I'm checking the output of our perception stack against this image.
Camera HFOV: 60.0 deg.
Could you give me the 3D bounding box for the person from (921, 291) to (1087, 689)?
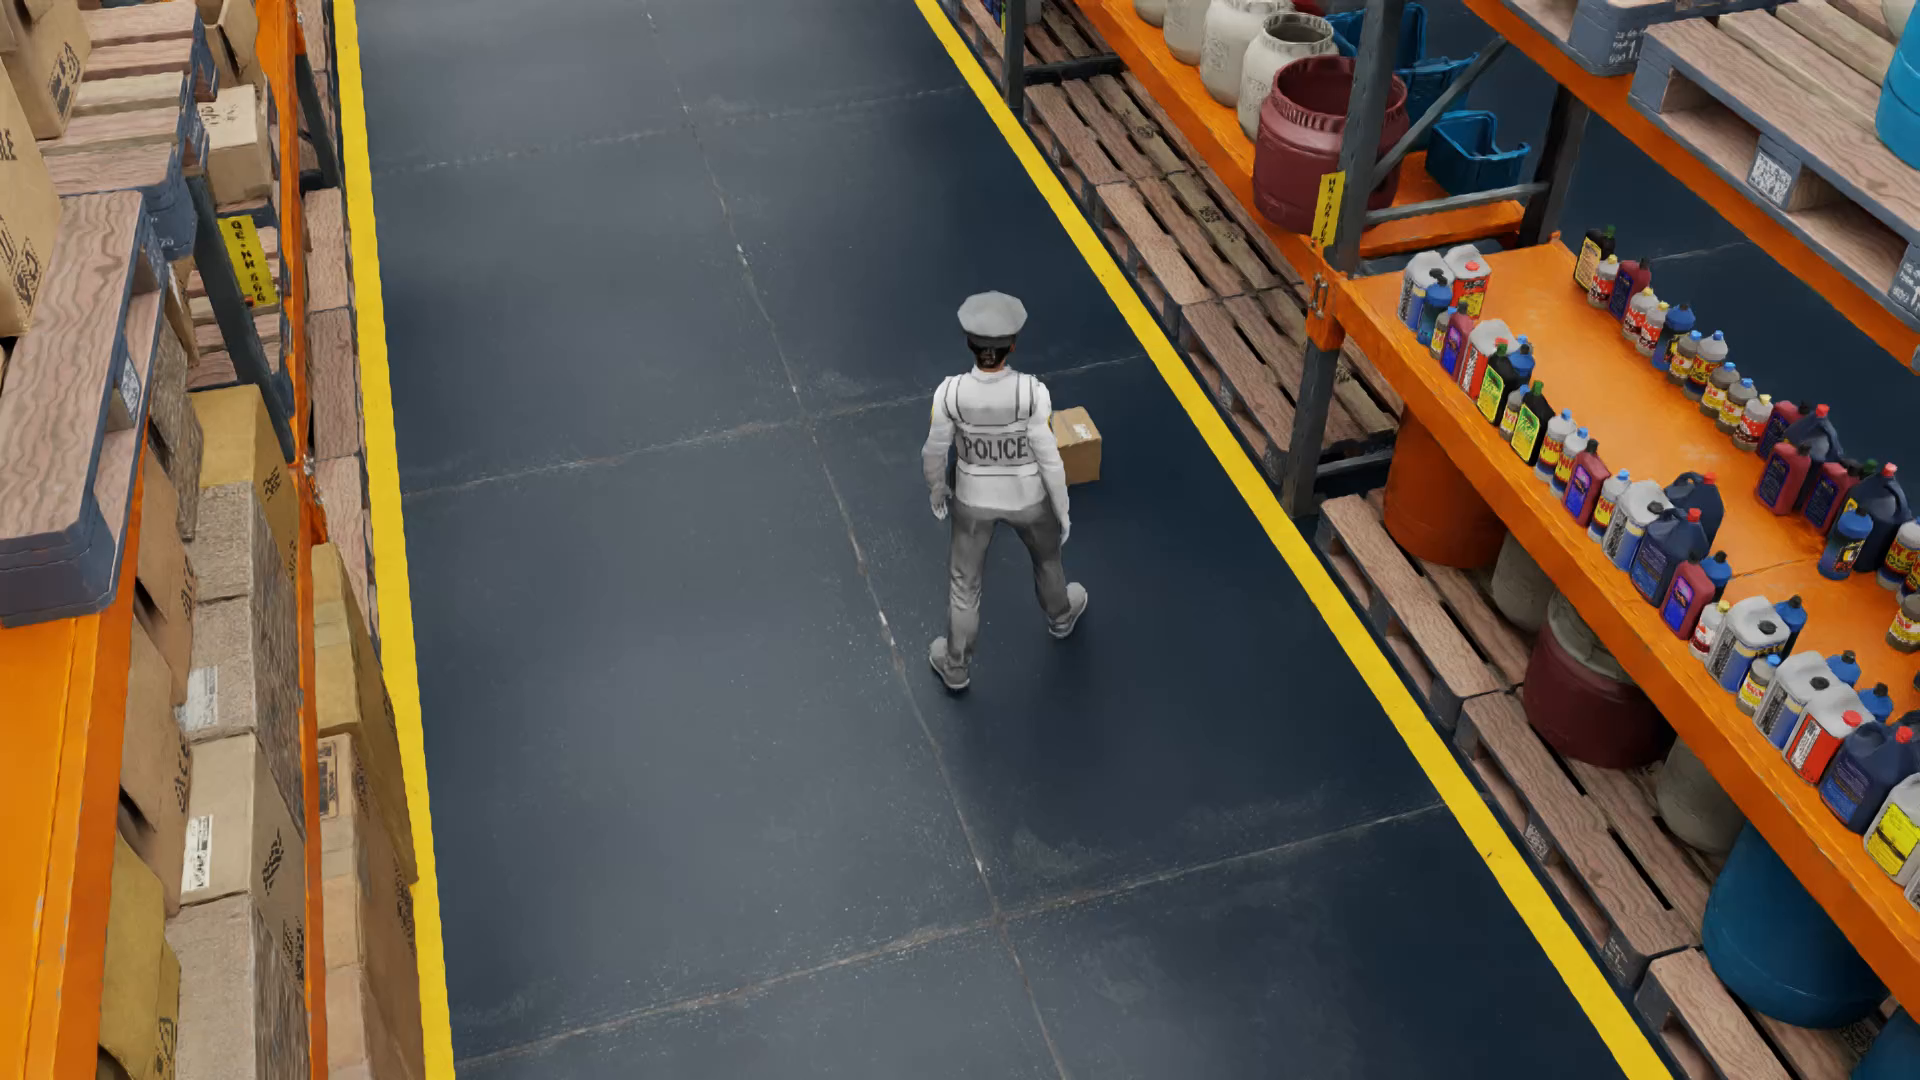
[{"bbox_3d":[0.185,-0.187,6.342,0.649,1.647,0.622,5,43,5],"label":"person"}]
